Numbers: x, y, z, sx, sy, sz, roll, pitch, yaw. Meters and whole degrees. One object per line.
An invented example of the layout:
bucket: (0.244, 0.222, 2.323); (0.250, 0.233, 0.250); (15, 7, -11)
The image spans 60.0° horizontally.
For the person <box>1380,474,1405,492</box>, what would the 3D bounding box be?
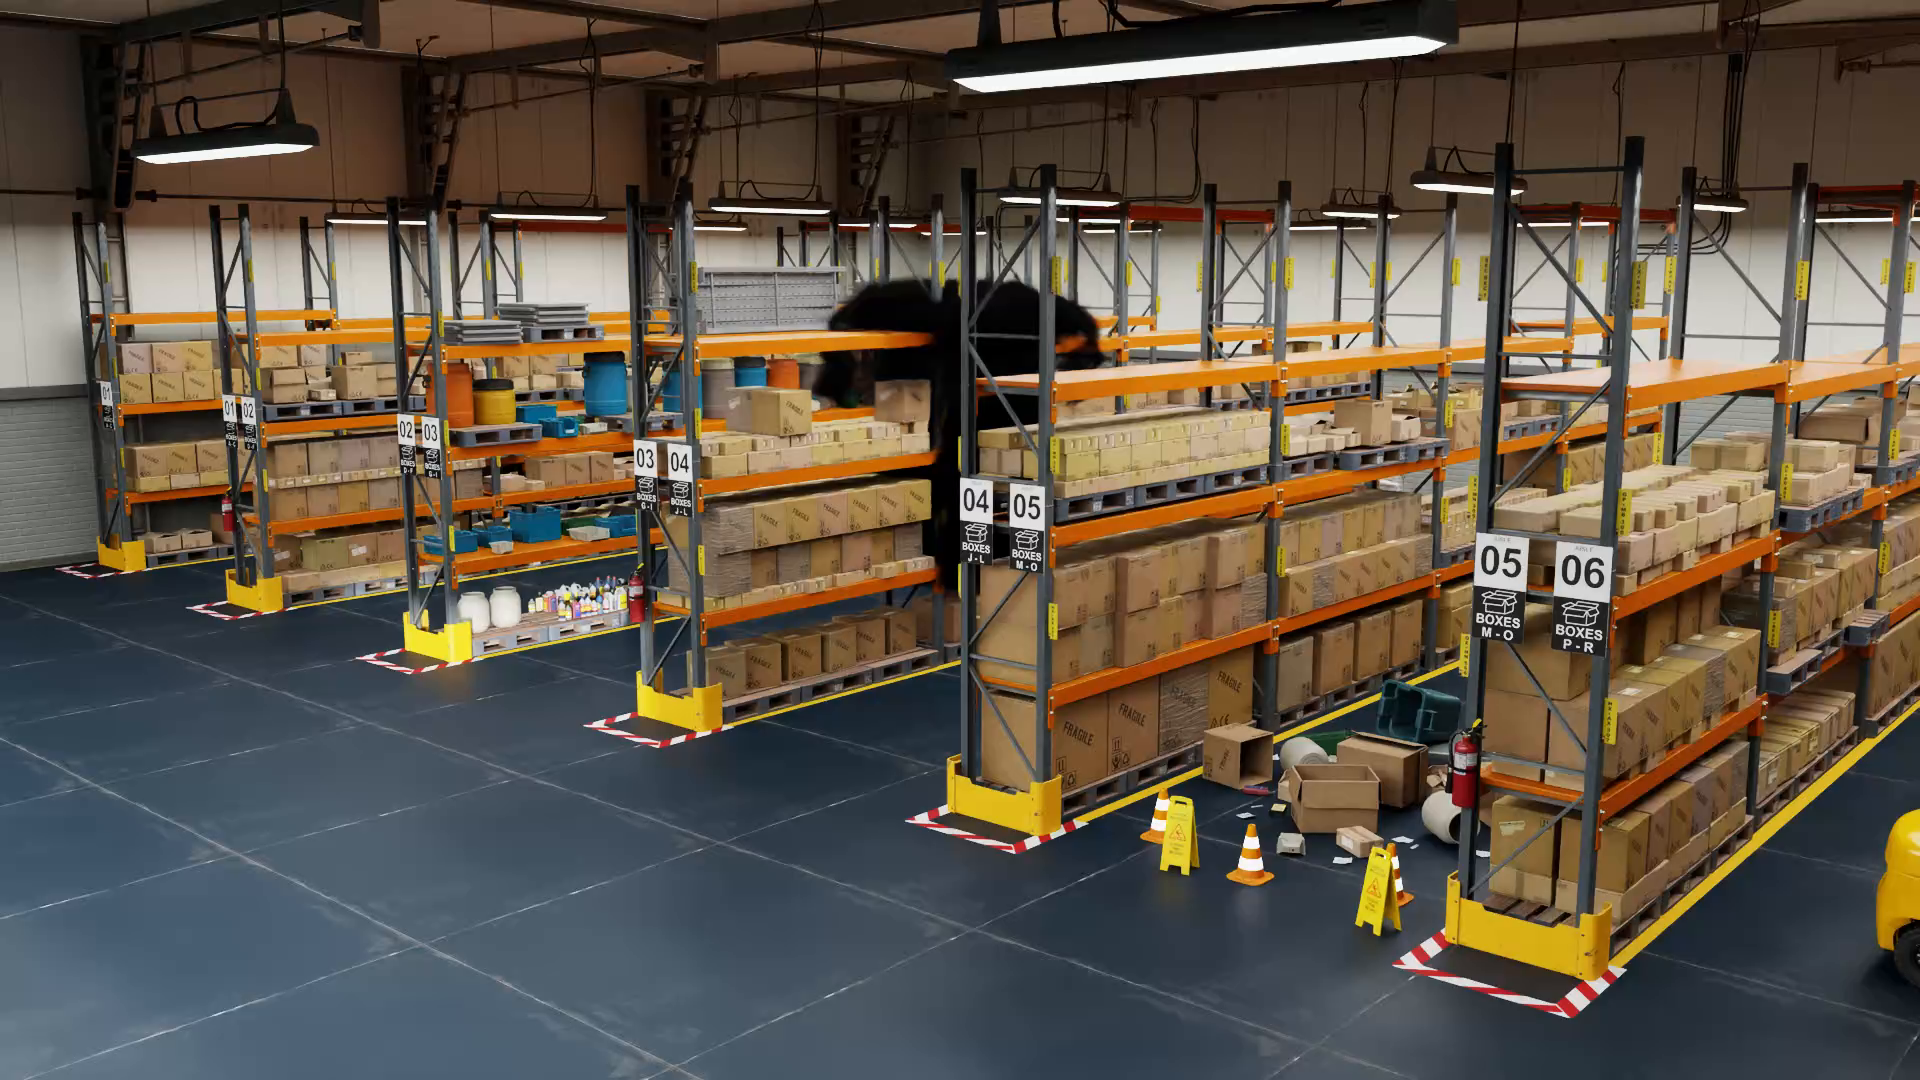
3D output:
person: (8.154, -0.857, 31.551); (0.663, 1.759, 0.619); (-6, 11, -32)

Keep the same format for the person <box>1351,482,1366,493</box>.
person: (6.389, -0.148, 26.960); (0.633, 1.743, 0.556); (7, 12, 38)
